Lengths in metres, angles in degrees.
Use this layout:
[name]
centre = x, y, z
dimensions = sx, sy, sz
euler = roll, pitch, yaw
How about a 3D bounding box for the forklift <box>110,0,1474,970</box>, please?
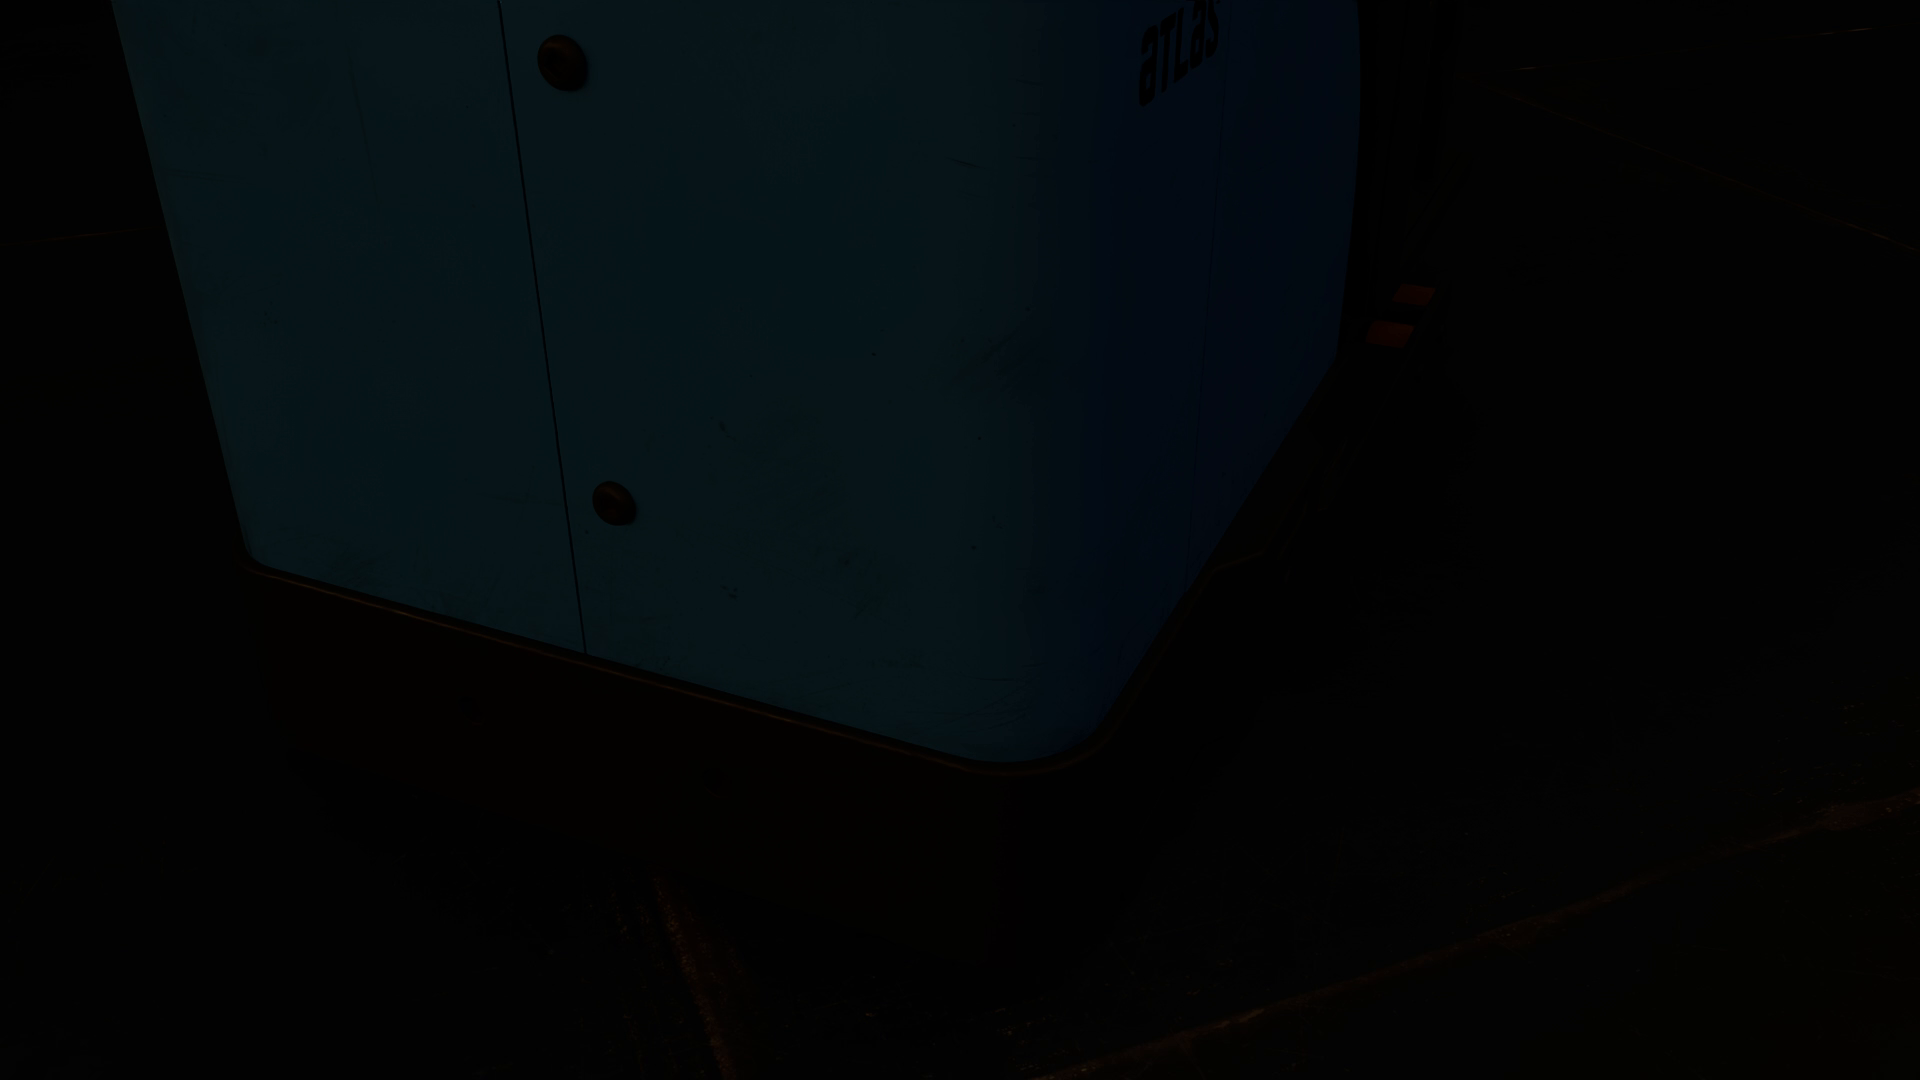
[forklift]
centre = 0.244, -1.564, 2.285
dimensions = 1.130, 2.935, 3.031
euler = 13, 32, 21
